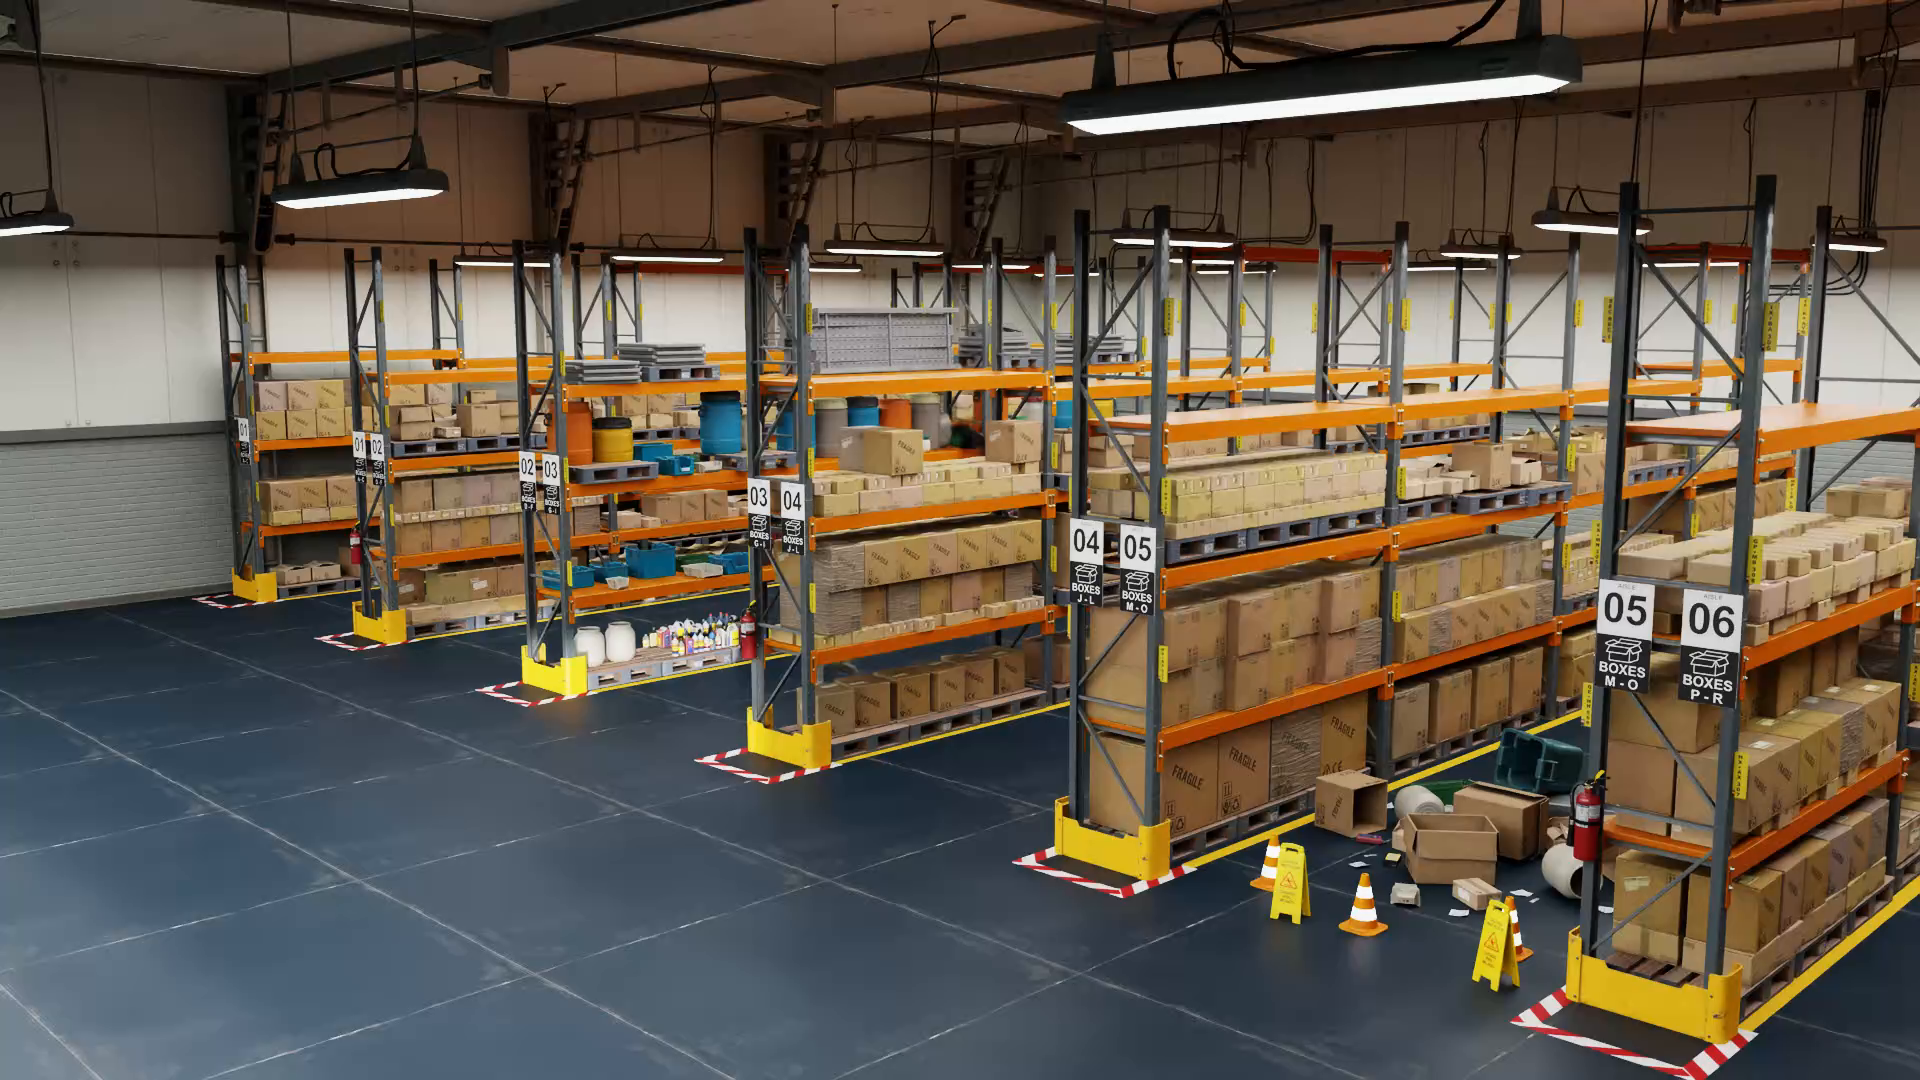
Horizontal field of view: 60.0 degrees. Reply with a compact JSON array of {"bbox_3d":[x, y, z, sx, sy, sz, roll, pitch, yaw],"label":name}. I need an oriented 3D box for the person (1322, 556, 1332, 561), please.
[{"bbox_3d":[5.038,1.010,23.274,0.642,1.767,0.647,7,11,40],"label":"person"}]

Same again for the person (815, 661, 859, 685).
[{"bbox_3d":[-1.693,1.226,21.654,0.696,1.762,0.946,5,9,31],"label":"person"}]
